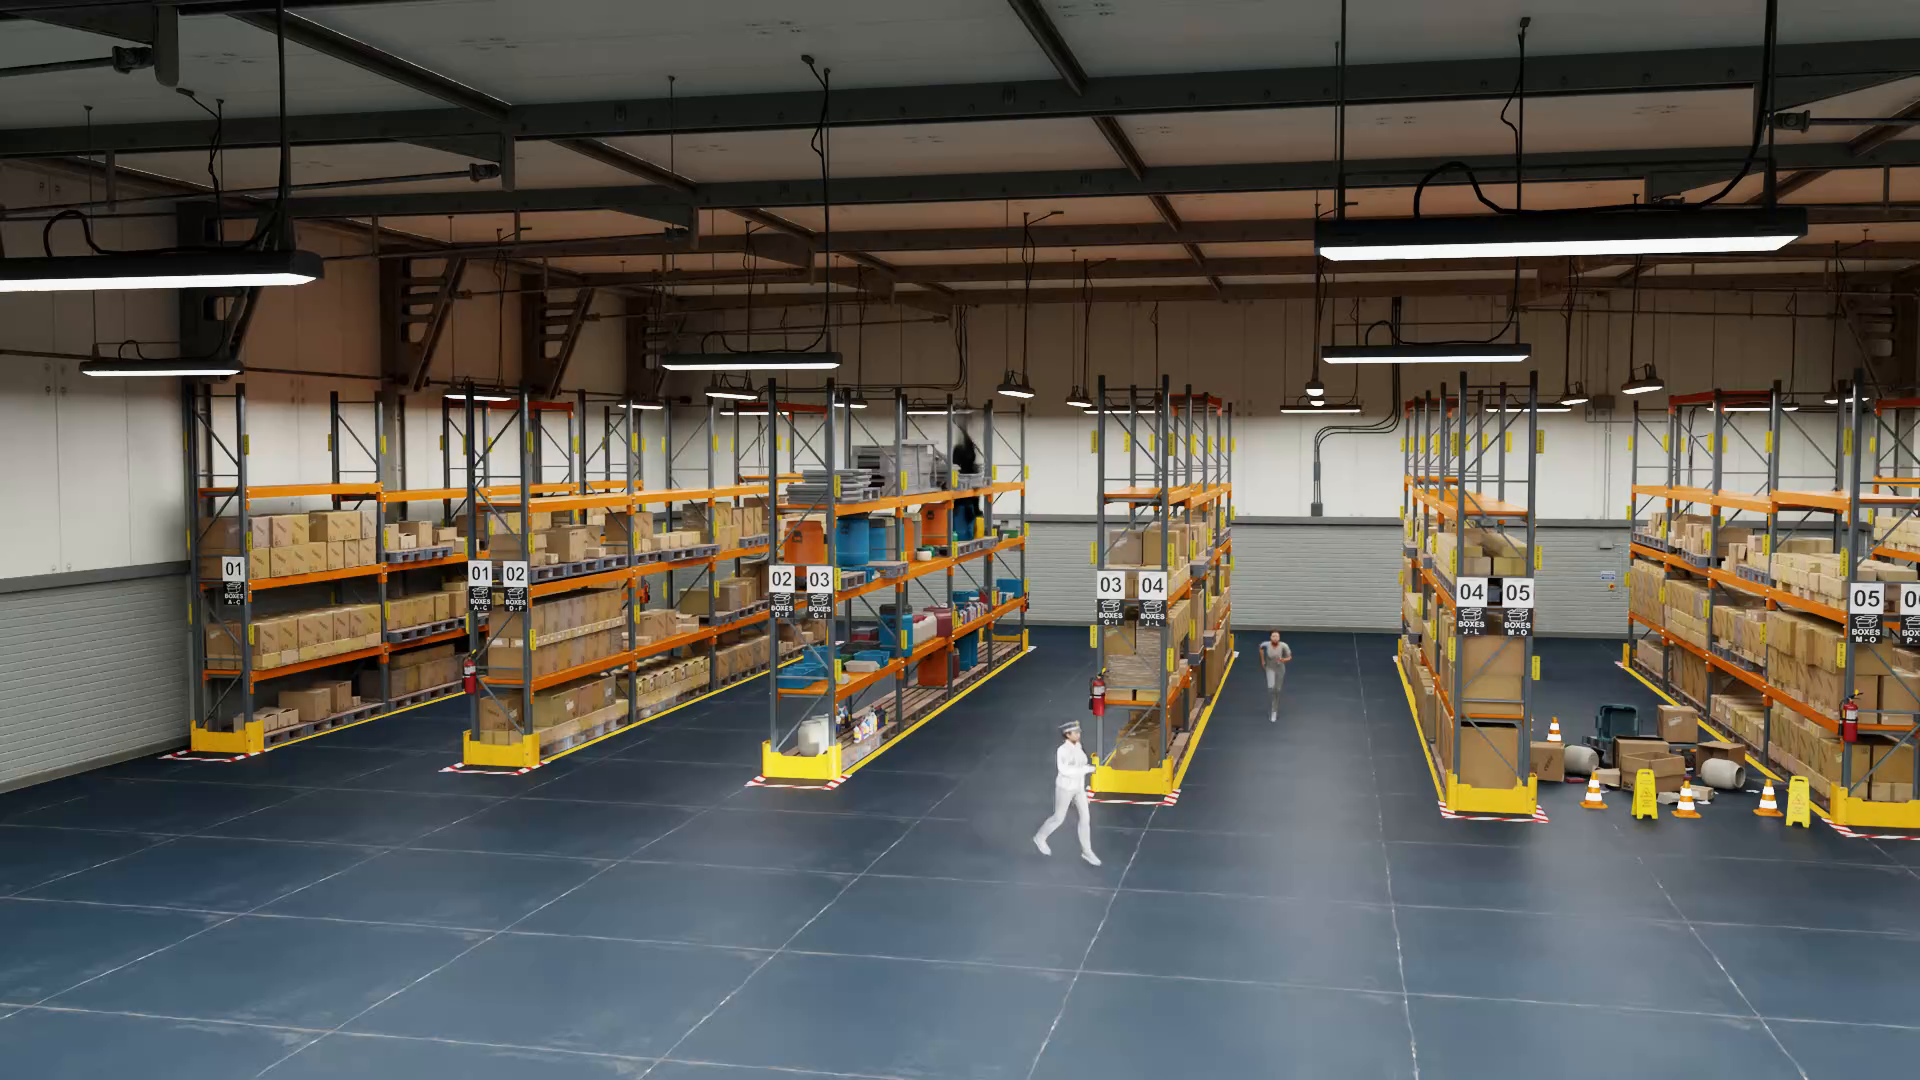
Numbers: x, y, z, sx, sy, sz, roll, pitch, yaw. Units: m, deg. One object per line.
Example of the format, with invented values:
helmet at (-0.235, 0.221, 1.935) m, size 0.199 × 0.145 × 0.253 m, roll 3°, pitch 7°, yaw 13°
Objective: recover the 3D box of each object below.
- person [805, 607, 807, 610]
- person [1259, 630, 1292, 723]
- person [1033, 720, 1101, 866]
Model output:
person at (-3.838, 1.686, 42.769) m, size 0.767 × 1.800 × 0.645 m, roll 1°, pitch 3°, yaw 14°
person at (5.765, 2.448, 30.428) m, size 0.566 × 1.675 × 0.974 m, roll 0°, pitch 3°, yaw 6°
person at (1.293, 2.991, 19.920) m, size 0.919 × 1.702 × 0.598 m, roll 3°, pitch 4°, yaw 39°
